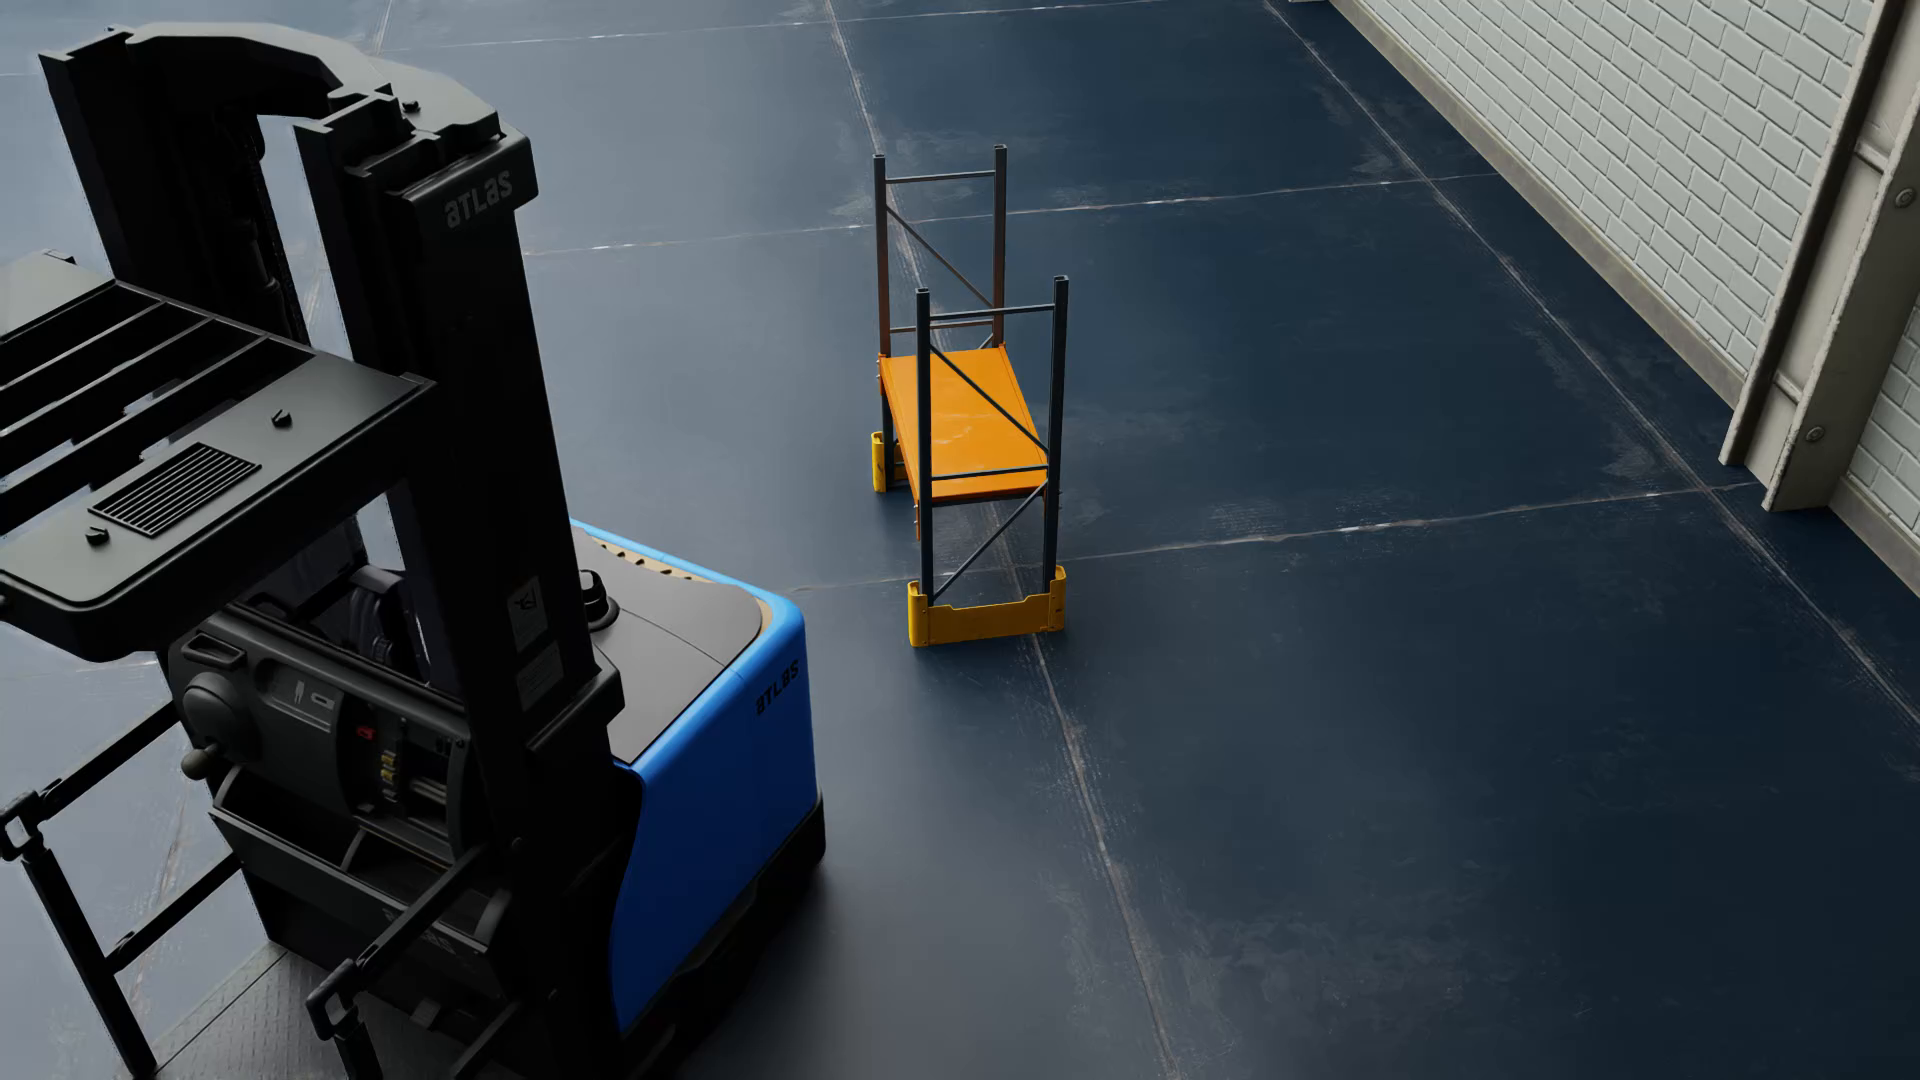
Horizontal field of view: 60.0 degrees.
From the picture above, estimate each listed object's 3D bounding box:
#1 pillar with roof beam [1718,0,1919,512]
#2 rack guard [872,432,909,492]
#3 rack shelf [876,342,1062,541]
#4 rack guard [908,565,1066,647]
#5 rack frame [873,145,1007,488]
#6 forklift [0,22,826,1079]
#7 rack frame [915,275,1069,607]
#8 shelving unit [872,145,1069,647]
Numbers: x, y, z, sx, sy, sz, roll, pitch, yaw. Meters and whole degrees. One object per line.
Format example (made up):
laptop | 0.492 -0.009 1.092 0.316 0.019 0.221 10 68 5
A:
pillar with roof beam | -0.770 -3.342 3.717 9.100 9.000 0.400 -6 38 -8
rack guard | -0.074 -0.353 7.001 0.587 0.250 0.087 -6 38 -8
rack shelf | 0.015 -0.399 6.334 0.538 0.185 1.000 -6 38 -8
rack guard | 0.101 0.248 6.227 0.587 0.250 0.087 -6 38 -8
rack frame | -0.074 -0.848 6.619 0.500 1.500 0.032 -6 38 -8
forklift | -1.586 0.522 3.689 1.130 2.935 3.031 19 42 22
rack frame | 0.104 -0.234 5.828 0.500 1.500 0.032 -6 38 -8
shelving unit | 0.013 -0.546 6.231 0.587 1.500 1.083 -6 38 -8
